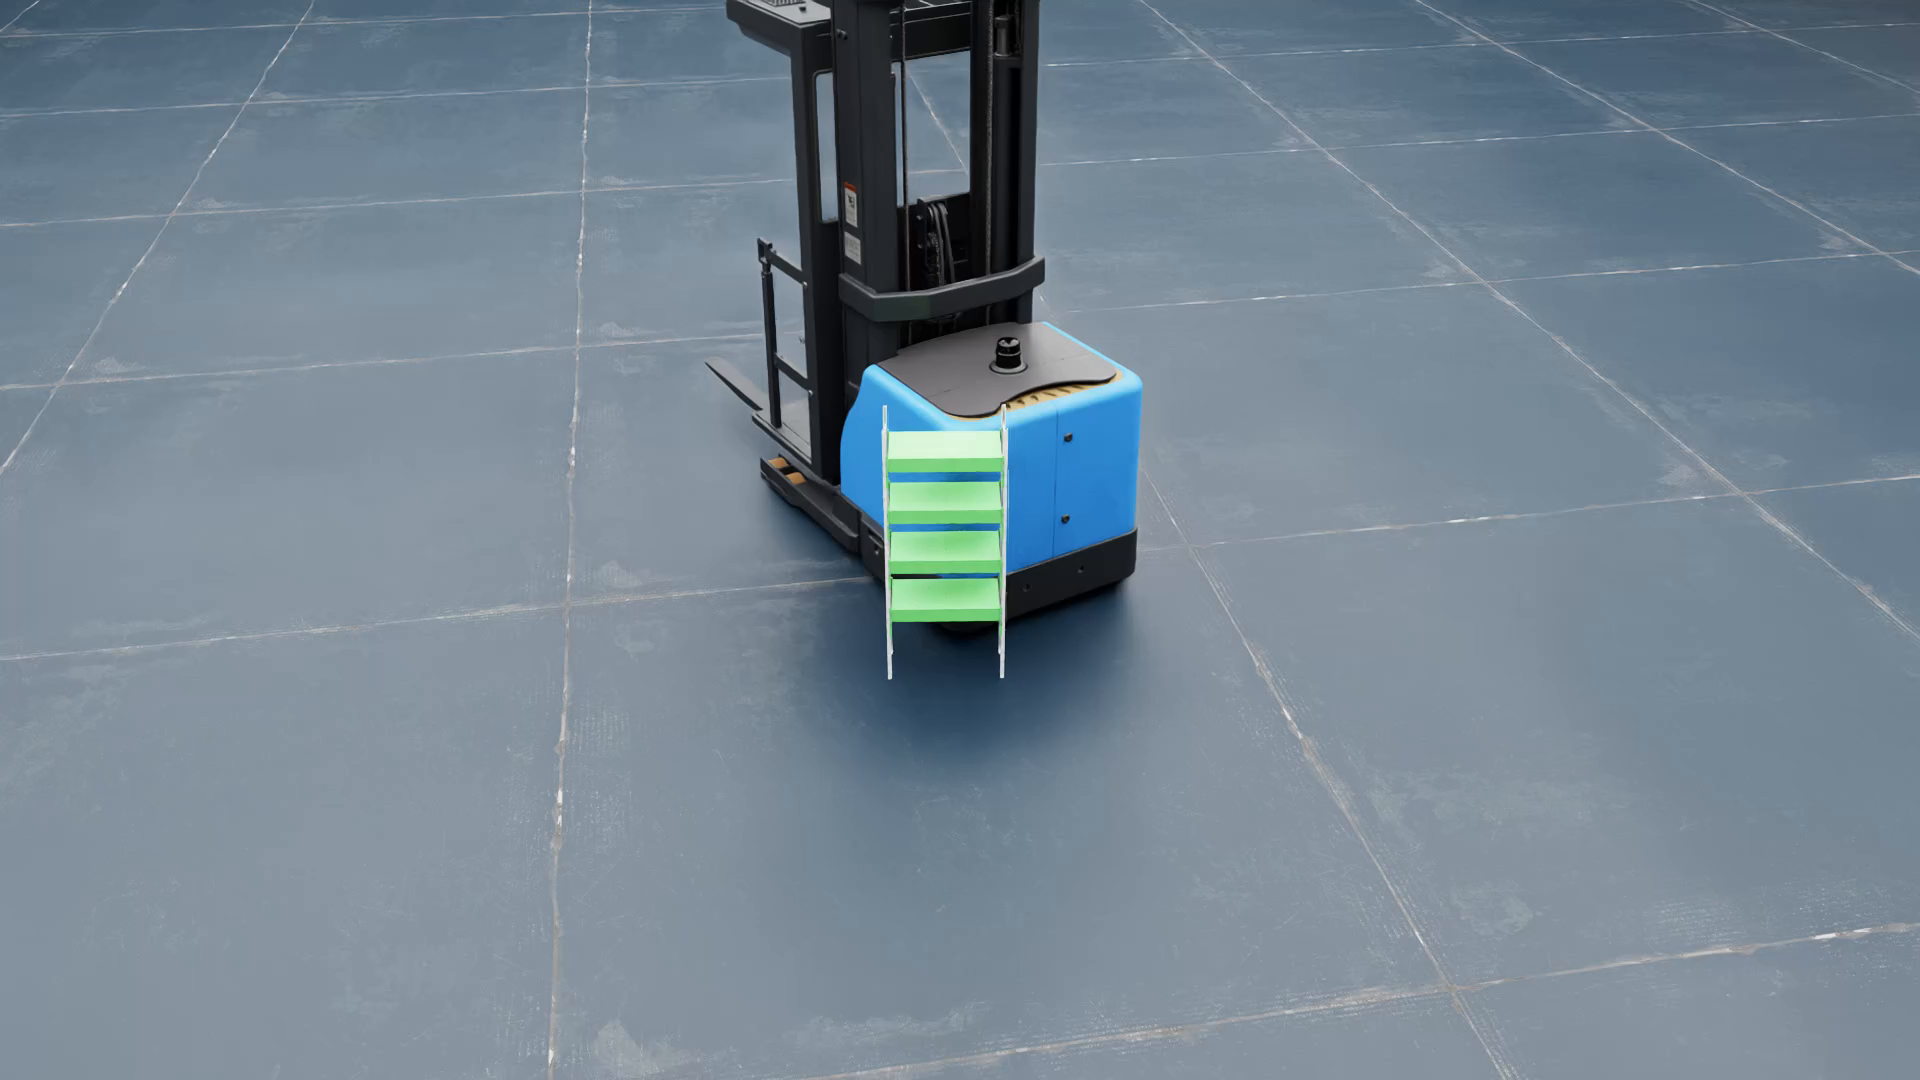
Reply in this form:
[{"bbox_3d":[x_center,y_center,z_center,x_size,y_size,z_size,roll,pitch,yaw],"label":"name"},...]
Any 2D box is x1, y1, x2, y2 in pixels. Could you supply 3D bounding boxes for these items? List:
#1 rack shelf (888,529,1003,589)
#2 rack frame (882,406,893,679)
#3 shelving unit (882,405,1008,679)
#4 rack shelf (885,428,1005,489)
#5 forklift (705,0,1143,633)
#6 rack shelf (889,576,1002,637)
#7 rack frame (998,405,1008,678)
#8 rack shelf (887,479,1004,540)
[{"bbox_3d":[-0.063,0.079,7.058,0.480,0.148,0.258,-1,30,-1],"label":"rack shelf"},{"bbox_3d":[-0.306,0.026,7.021,0.015,1.200,0.240,-1,30,-1],"label":"rack frame"},{"bbox_3d":[-0.063,0.024,7.025,0.503,1.200,0.258,-1,30,-1],"label":"shelving unit"},{"bbox_3d":[-0.063,-0.335,6.814,0.480,0.148,0.258,-1,30,-1],"label":"rack shelf"},{"bbox_3d":[-0.383,-1.559,8.009,1.130,2.935,3.031,-18,35,-27],"label":"forklift"},{"bbox_3d":[-0.063,0.286,7.179,0.480,0.148,0.258,-1,30,-1],"label":"rack shelf"},{"bbox_3d":[0.181,0.022,7.029,0.015,1.200,0.240,-1,30,-1],"label":"rack frame"},{"bbox_3d":[-0.063,-0.128,6.936,0.480,0.148,0.258,-1,30,-1],"label":"rack shelf"}]
